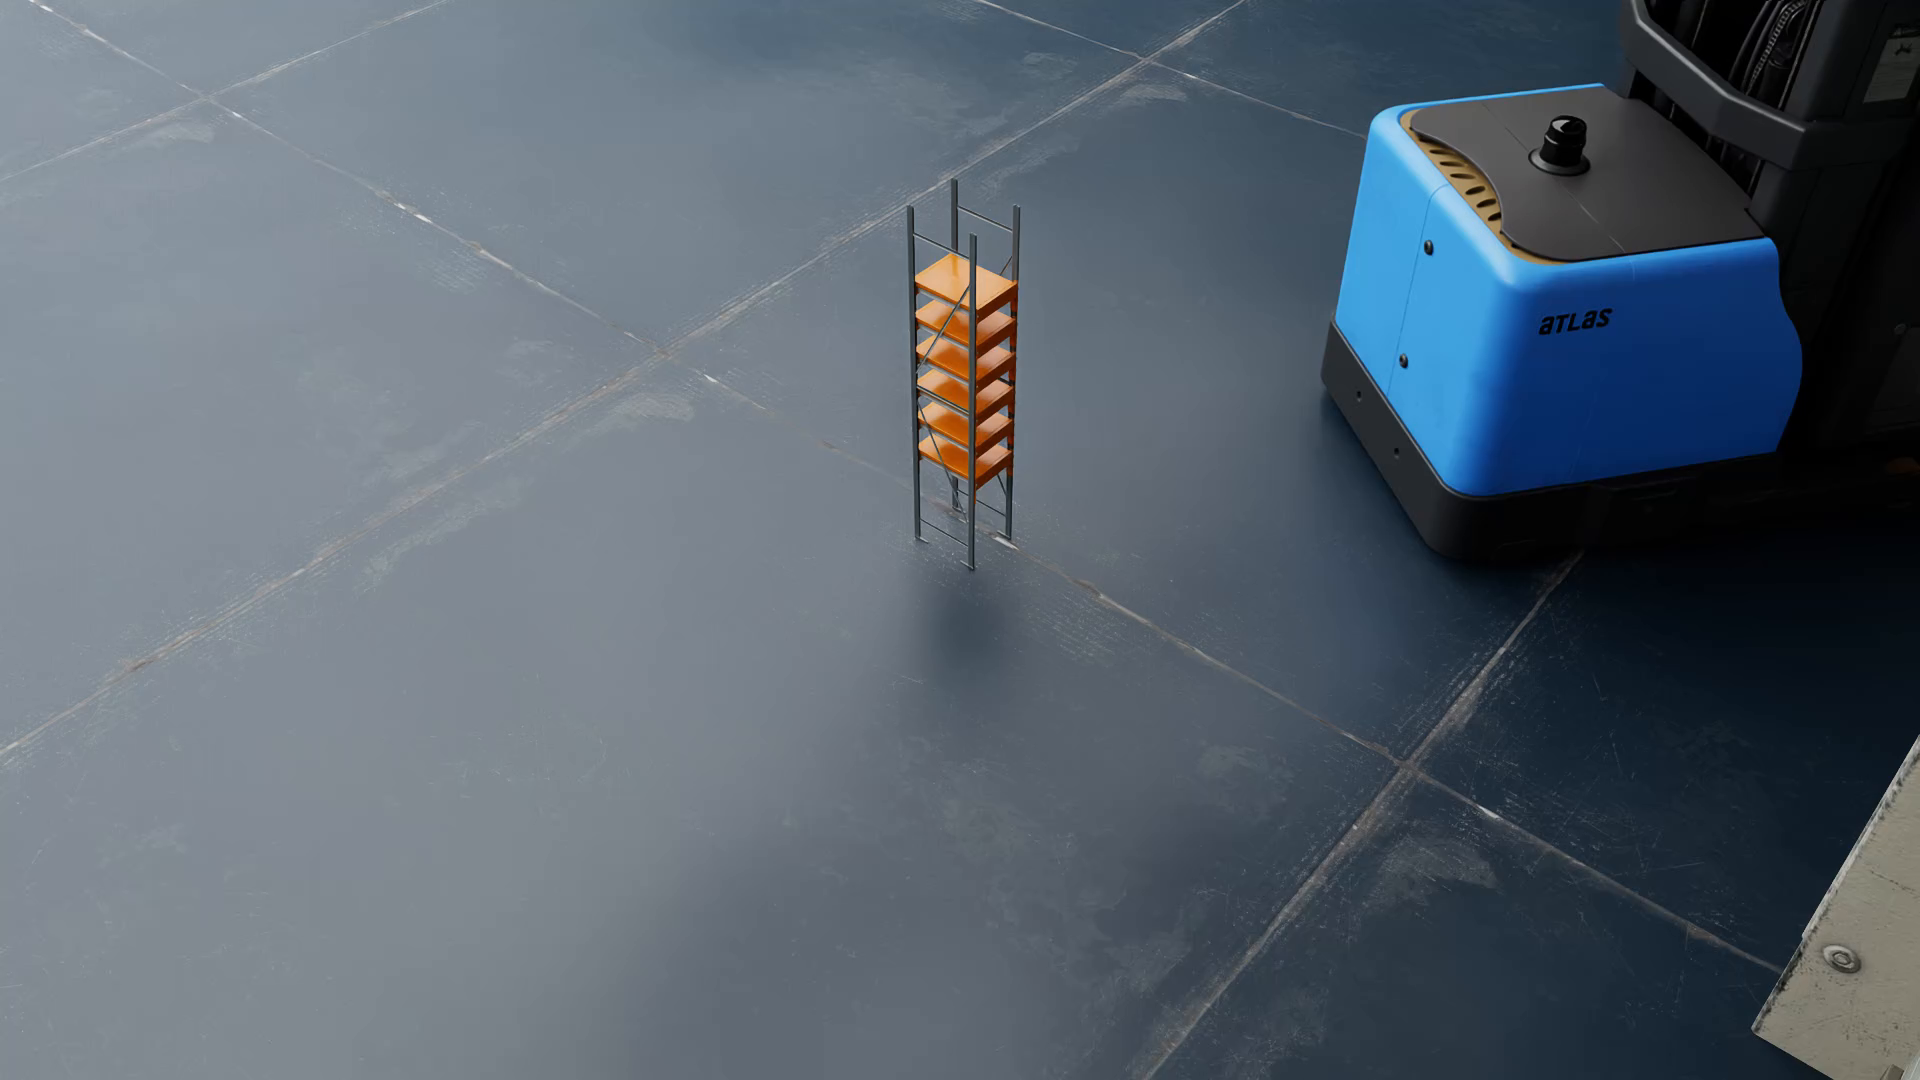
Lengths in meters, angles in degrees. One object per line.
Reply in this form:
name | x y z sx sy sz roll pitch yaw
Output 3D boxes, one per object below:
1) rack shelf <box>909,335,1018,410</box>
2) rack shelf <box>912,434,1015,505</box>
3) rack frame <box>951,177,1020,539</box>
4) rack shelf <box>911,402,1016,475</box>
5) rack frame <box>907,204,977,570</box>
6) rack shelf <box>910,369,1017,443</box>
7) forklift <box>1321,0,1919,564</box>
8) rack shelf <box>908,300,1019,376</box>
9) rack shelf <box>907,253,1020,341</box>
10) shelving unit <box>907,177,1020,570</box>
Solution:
rack shelf | 0.009 -0.507 4.804 0.258 0.103 0.180 29 50 28
rack shelf | 0.009 -0.241 5.046 0.258 0.103 0.180 29 50 28
rack frame | 0.068 -0.499 4.906 0.240 1.200 0.006 29 50 28
rack shelf | 0.009 -0.330 4.965 0.258 0.103 0.180 29 50 28
rack frame | -0.050 -0.404 4.803 0.240 1.200 0.006 29 50 28
rack shelf | 0.009 -0.419 4.884 0.258 0.103 0.180 29 50 28
forklift | 2.822 -1.526 4.749 3.031 2.935 1.130 -9 43 -9
rack shelf | 0.009 -0.596 4.723 0.258 0.103 0.180 29 50 28
rack shelf | 0.009 -0.685 4.642 0.258 0.103 0.180 29 50 28
shelving unit | 0.009 -0.451 4.855 0.258 1.200 0.189 29 50 28
